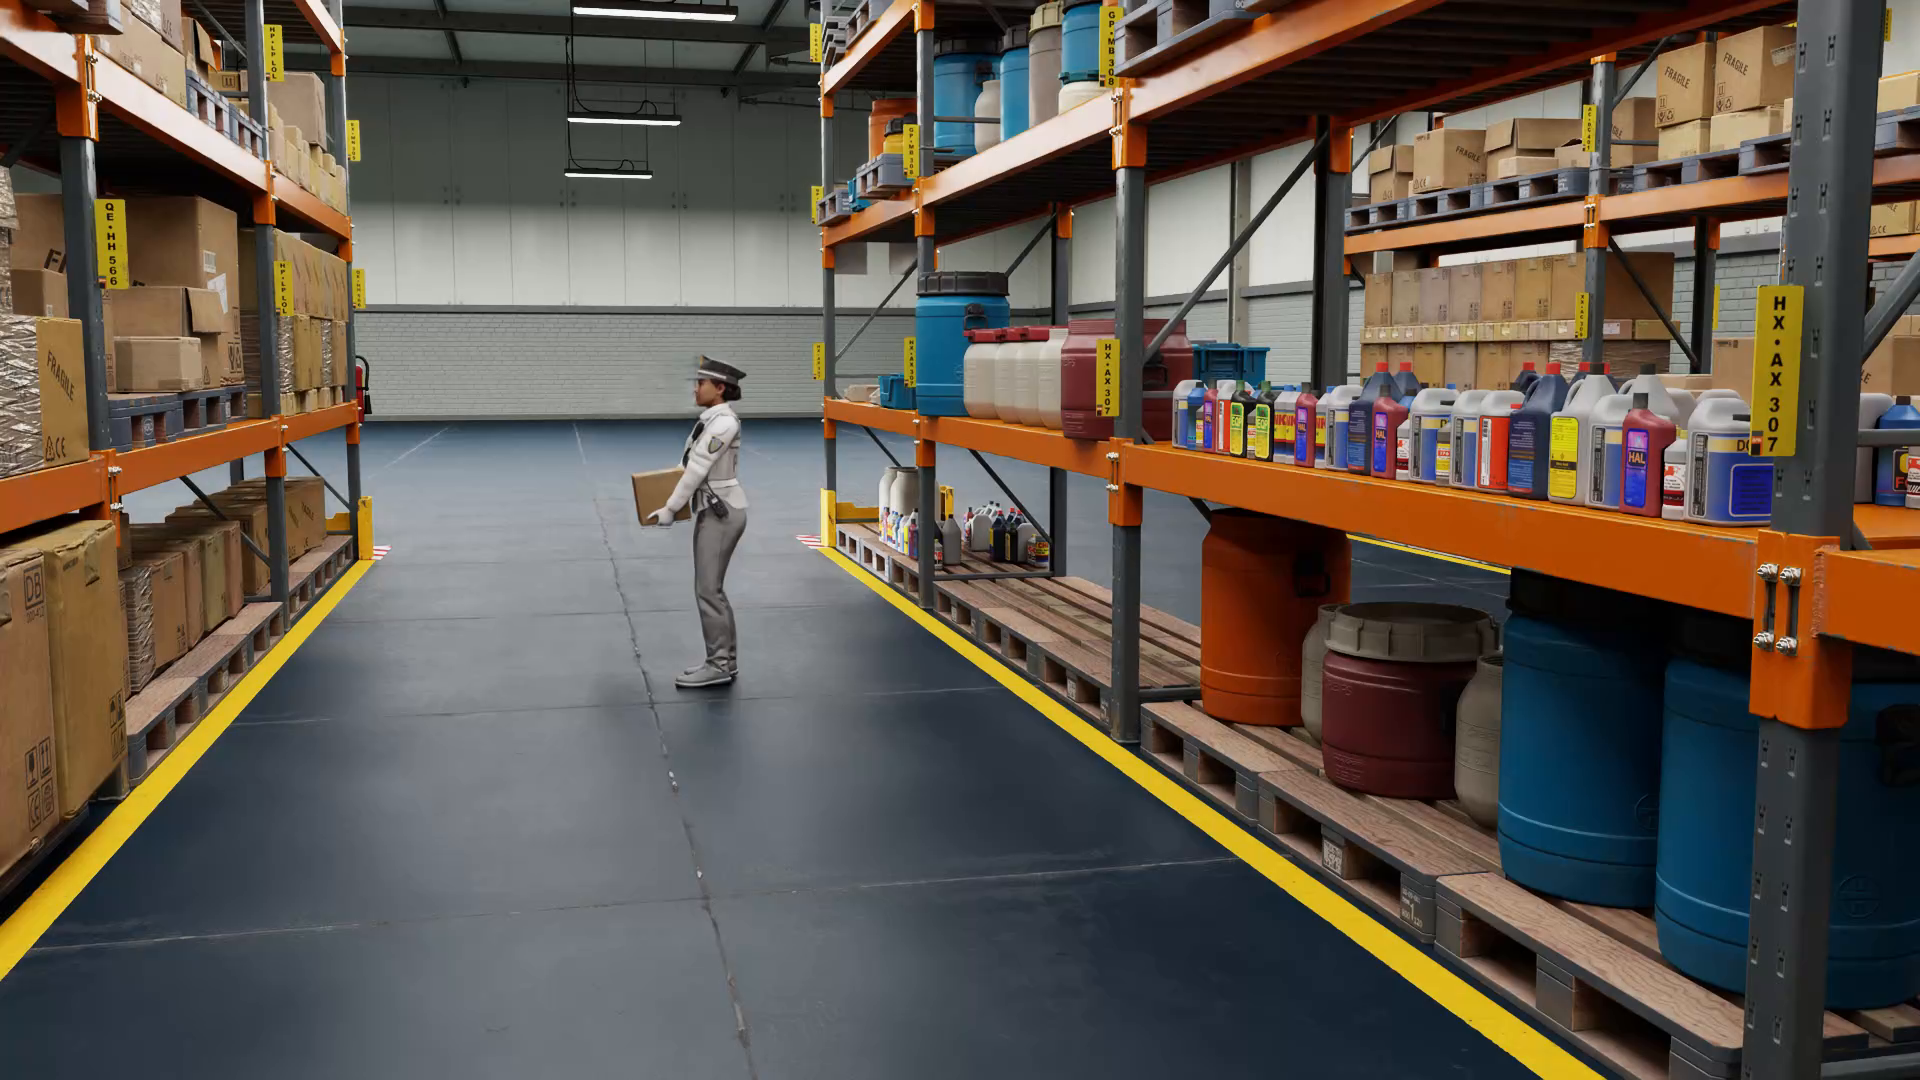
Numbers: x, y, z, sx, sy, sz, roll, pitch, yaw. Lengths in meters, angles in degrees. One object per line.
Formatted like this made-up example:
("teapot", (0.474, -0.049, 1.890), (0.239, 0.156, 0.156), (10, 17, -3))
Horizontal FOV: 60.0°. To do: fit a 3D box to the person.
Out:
("person", (-1.273, -0.093, 8.502), (0.407, 1.667, 0.546), (-2, 6, -16))
